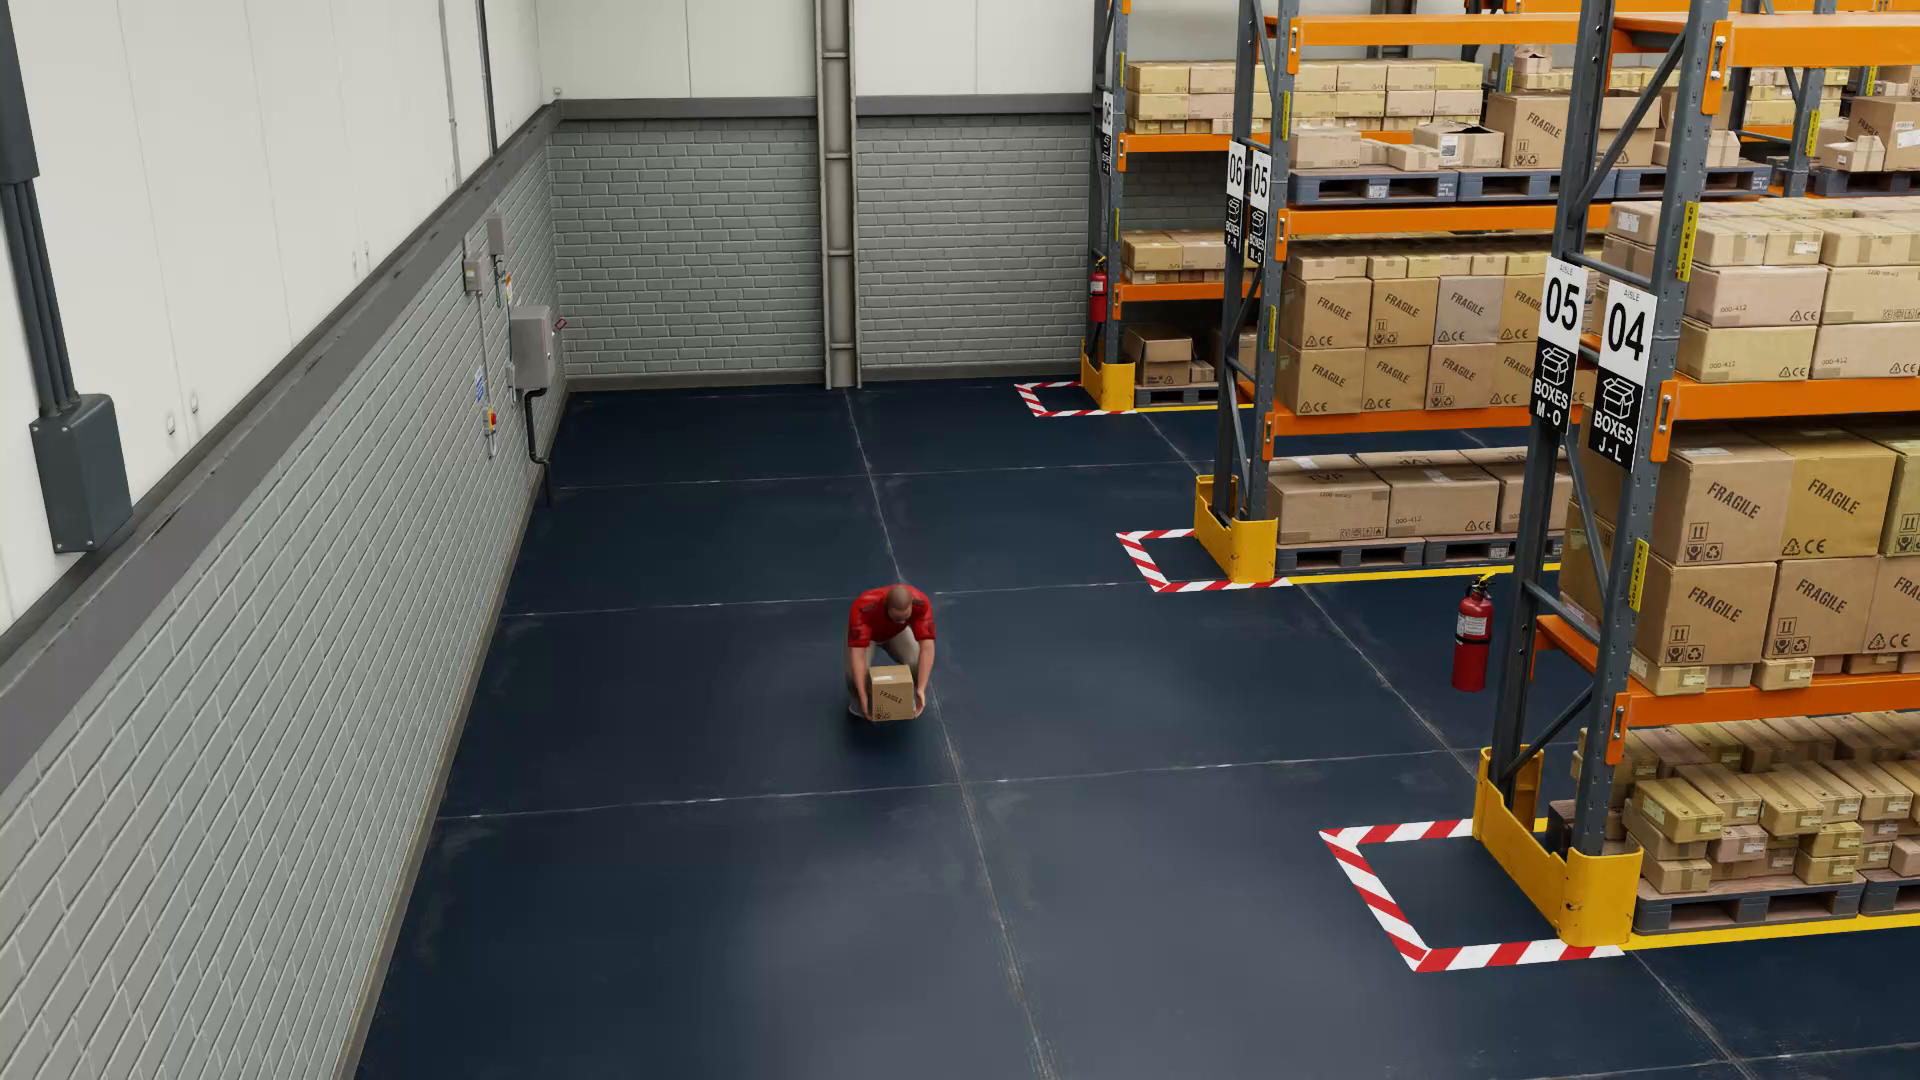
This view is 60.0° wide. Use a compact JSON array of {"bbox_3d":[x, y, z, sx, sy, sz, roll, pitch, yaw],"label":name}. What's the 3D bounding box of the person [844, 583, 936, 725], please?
[{"bbox_3d":[-0.451,0.657,10.392,0.569,0.979,0.885,-3,20,-8],"label":"person"}]
